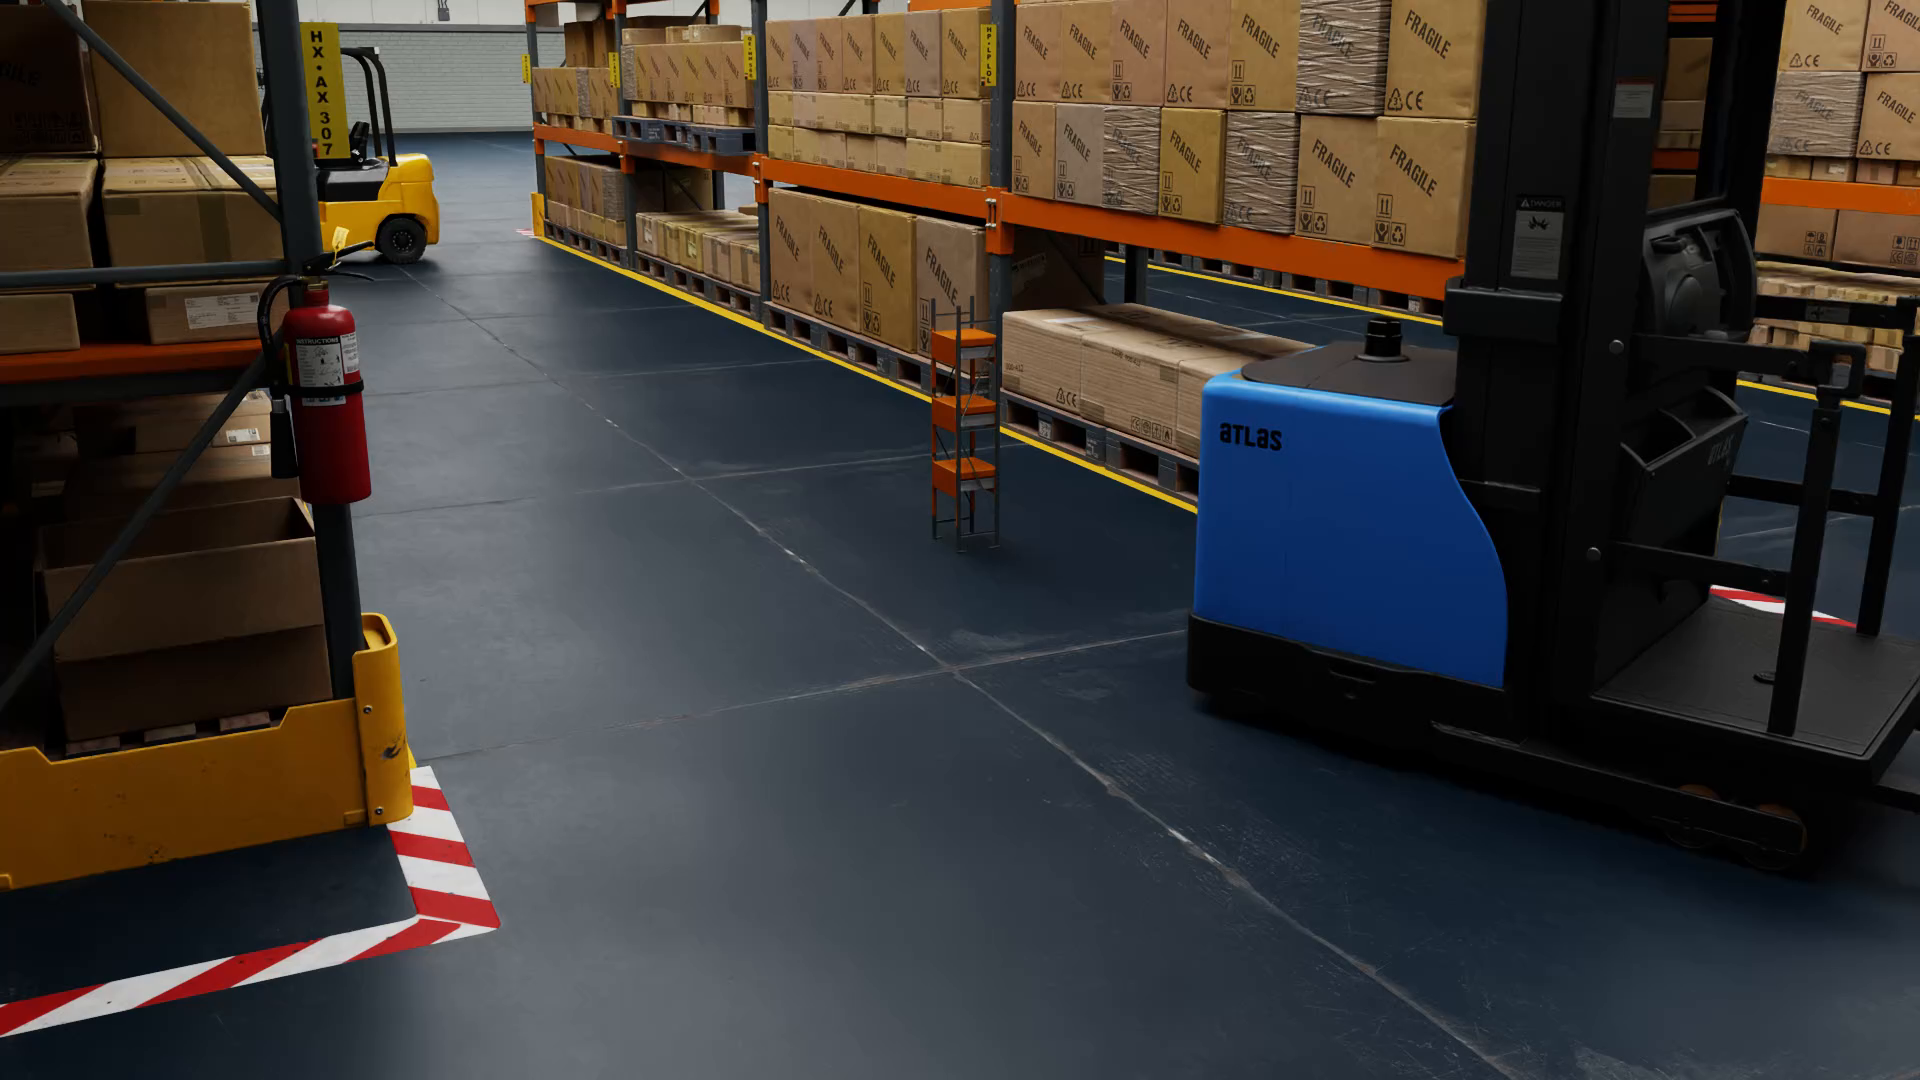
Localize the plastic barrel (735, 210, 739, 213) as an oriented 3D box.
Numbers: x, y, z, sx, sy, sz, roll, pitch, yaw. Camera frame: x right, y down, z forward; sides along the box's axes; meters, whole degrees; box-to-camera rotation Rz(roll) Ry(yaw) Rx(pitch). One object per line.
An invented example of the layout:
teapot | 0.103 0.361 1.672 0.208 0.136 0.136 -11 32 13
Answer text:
plastic barrel | -2.347 -3.629 19.130 0.512 0.421 0.421 4 16 13

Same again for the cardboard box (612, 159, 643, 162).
cardboard box | -3.581 -4.015 18.669 0.500 0.500 0.500 -8 18 -26

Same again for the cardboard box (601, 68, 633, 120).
cardboard box | -3.279 -4.476 16.690 0.500 0.500 0.500 -8 18 -26

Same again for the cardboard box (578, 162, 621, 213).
cardboard box | -3.810 -3.812 17.961 0.500 0.500 0.500 -7 17 -22

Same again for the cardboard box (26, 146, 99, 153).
cardboard box | -3.392 -1.284 6.021 0.500 0.250 0.500 -7 18 -24

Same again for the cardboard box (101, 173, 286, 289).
cardboard box | -2.020 -0.845 4.489 0.500 0.250 0.500 -8 18 -25

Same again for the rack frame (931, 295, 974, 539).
rack frame | -0.030 -0.522 7.165 0.200 1.050 0.008 -8 18 -25

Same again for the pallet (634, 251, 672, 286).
pallet | -2.518 -2.672 16.178 1.003 0.211 1.213 -8 18 -25

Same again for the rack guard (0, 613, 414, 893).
rack guard | -2.097 0.554 4.414 1.175 0.500 0.348 -8 18 -25

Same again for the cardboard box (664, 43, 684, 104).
cardboard box | -2.254 -4.073 14.522 0.500 0.500 0.500 -8 18 -27

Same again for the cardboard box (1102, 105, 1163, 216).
cardboard box | 1.043 -1.872 8.155 0.500 0.500 0.500 -8 18 -25

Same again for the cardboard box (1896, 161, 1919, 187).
cardboard box | 5.789 -2.173 9.839 0.380 0.149 0.250 -7 18 -24

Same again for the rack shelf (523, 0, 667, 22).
rack shelf | -3.737 -5.797 17.880 1.077 0.370 4.000 -8 18 -25

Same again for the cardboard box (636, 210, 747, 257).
cardboard box | -2.629 -3.014 16.318 0.950 0.372 0.625 -7 18 -24

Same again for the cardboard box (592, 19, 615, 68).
cardboard box | -3.568 -5.387 18.053 0.700 0.500 0.500 -8 18 -25

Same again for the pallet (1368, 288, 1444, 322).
pallet | 4.169 -2.000 13.838 1.003 0.211 1.213 -8 18 -25

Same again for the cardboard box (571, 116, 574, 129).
cardboard box | -4.100 -4.644 18.449 0.380 0.149 0.250 -7 17 -23

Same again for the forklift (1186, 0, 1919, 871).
forklift | 2.194 -0.722 4.455 3.031 2.935 1.130 13 20 37

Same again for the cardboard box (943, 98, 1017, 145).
cardboard box | 0.232 -2.470 9.784 0.500 0.250 0.500 -8 18 -25

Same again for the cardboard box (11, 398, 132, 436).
cardboard box | -4.297 -0.707 8.047 0.500 0.500 0.500 -8 18 -25

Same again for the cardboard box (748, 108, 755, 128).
cardboard box | -1.463 -3.347 13.171 0.380 0.149 0.250 -7 17 -23

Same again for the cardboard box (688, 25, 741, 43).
cardboard box | -2.079 -4.289 14.102 0.380 0.149 0.250 -9 18 -28

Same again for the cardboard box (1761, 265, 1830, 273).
cardboard box | 5.703 -1.786 11.365 0.380 0.149 0.250 -8 18 -25

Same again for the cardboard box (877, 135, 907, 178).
cardboard box | -0.205 -2.484 10.740 0.500 0.250 0.500 -8 18 -26

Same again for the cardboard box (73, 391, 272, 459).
cardboard box | -3.041 -0.266 6.511 0.700 0.500 0.500 -8 18 -27

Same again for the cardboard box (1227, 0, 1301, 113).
cardboard box | 1.502 -2.098 7.130 0.500 0.500 0.500 -8 18 -25

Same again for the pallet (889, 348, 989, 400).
pallet | 0.238 -1.063 10.573 1.003 0.211 1.213 -8 18 -25

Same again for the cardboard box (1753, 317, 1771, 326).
cardboard box | 5.367 -1.515 10.961 0.380 0.149 0.250 -9 18 -28

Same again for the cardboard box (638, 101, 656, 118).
cardboard box | -2.801 -4.048 15.613 0.380 0.149 0.250 -7 18 -24

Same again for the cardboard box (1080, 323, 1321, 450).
cardboard box | 1.215 -0.801 8.488 0.875 0.438 0.875 -8 18 -27

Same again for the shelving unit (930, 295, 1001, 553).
shelving unit | 0.023 -0.491 7.060 0.215 1.050 0.252 -8 18 -25

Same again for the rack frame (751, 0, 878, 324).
rack frame | -1.108 -3.213 13.010 1.000 3.000 0.127 -8 18 -25

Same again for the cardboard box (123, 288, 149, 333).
cardboard box | -2.114 -0.680 4.638 0.380 0.149 0.250 -7 18 -24

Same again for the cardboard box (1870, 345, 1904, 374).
cardboard box | 5.752 -1.103 10.062 0.380 0.149 0.250 -7 18 -24

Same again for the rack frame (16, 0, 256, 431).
rack frame | -3.816 -1.621 7.460 1.000 3.000 0.127 -8 18 -25

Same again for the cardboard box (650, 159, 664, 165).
cardboard box | -3.104 -4.102 17.794 0.380 0.149 0.250 -7 17 -23

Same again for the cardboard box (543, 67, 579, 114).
cardboard box | -4.425 -5.109 18.895 0.500 0.500 0.500 -7 17 -23

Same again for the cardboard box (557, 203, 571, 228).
cardboard box | -4.291 -3.716 18.986 0.500 0.250 0.500 -7 17 -23

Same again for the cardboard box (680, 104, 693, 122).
cardboard box | -2.213 -3.722 14.476 0.380 0.149 0.250 -8 18 -27

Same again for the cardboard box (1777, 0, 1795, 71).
cardboard box | 5.269 -3.248 10.599 0.500 0.500 0.500 -8 18 -27

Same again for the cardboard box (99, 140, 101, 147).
cardboard box | -3.374 -1.595 7.102 0.500 0.250 0.500 -7 18 -24

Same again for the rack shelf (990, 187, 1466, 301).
rack shelf | 1.520 -1.380 7.925 1.077 0.370 4.000 -8 18 -25

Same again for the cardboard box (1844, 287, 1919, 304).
cardboard box | 5.676 -1.461 10.232 0.380 0.149 0.250 -8 18 -25

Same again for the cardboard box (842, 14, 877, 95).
cardboard box | -0.455 -3.213 11.013 0.500 0.500 0.500 -7 18 -24

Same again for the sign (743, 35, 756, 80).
sign | -1.592 -3.664 12.624 0.100 0.325 0.005 -8 18 -25

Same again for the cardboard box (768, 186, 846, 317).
cardboard box | -0.880 -2.212 12.613 0.875 0.875 0.875 -8 18 -25

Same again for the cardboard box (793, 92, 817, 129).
cardboard box | -0.883 -3.098 11.973 0.500 0.250 0.500 -7 18 -24

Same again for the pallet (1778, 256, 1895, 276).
pallet | 8.608 -2.564 15.802 1.003 0.211 1.213 -8 18 -25

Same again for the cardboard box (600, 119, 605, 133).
cardboard box | -3.531 -4.326 17.342 0.380 0.149 0.250 -8 18 -26

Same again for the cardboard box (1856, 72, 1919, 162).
cardboard box | 5.713 -2.502 9.811 0.500 0.500 0.500 -7 17 -22

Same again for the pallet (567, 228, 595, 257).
pallet | -3.725 -3.330 18.472 1.003 0.211 1.213 -8 18 -25

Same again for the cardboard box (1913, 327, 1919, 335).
cardboard box | 5.847 -1.179 9.789 0.380 0.149 0.250 -7 18 -24
